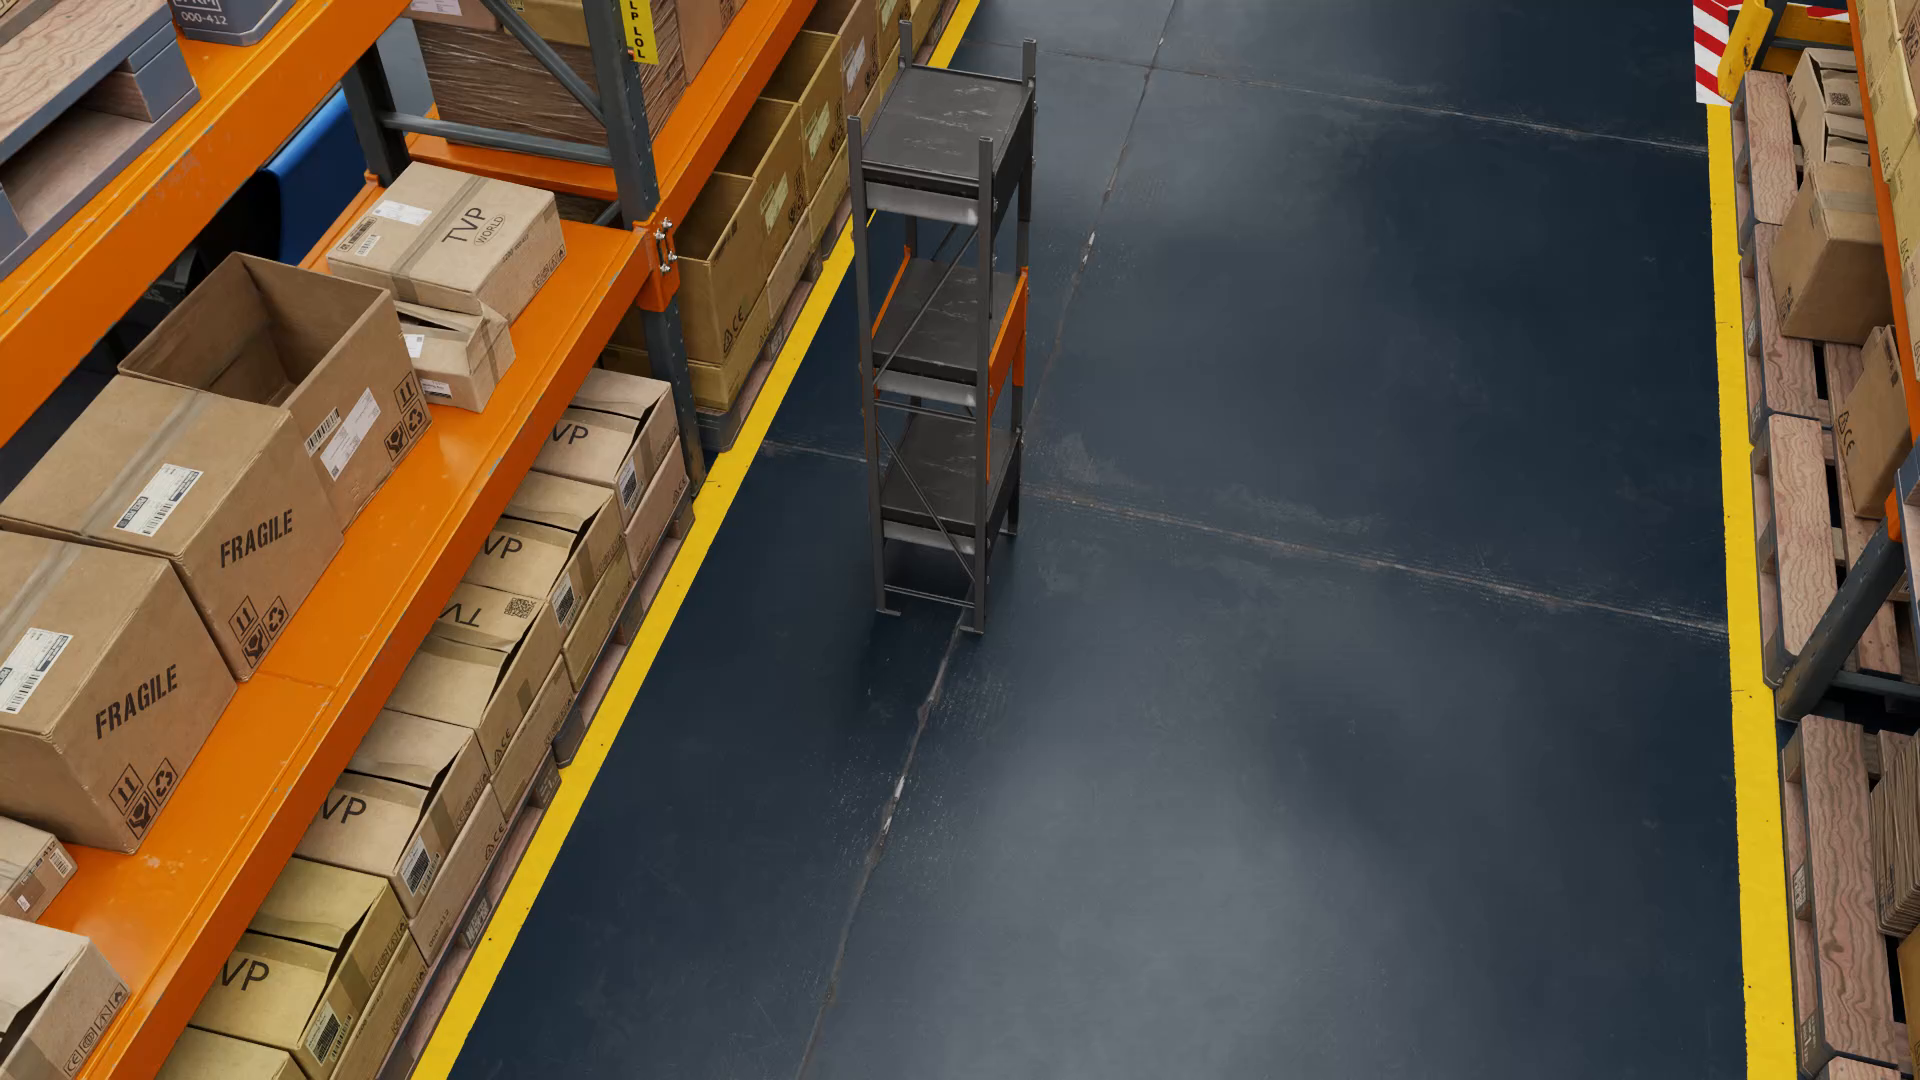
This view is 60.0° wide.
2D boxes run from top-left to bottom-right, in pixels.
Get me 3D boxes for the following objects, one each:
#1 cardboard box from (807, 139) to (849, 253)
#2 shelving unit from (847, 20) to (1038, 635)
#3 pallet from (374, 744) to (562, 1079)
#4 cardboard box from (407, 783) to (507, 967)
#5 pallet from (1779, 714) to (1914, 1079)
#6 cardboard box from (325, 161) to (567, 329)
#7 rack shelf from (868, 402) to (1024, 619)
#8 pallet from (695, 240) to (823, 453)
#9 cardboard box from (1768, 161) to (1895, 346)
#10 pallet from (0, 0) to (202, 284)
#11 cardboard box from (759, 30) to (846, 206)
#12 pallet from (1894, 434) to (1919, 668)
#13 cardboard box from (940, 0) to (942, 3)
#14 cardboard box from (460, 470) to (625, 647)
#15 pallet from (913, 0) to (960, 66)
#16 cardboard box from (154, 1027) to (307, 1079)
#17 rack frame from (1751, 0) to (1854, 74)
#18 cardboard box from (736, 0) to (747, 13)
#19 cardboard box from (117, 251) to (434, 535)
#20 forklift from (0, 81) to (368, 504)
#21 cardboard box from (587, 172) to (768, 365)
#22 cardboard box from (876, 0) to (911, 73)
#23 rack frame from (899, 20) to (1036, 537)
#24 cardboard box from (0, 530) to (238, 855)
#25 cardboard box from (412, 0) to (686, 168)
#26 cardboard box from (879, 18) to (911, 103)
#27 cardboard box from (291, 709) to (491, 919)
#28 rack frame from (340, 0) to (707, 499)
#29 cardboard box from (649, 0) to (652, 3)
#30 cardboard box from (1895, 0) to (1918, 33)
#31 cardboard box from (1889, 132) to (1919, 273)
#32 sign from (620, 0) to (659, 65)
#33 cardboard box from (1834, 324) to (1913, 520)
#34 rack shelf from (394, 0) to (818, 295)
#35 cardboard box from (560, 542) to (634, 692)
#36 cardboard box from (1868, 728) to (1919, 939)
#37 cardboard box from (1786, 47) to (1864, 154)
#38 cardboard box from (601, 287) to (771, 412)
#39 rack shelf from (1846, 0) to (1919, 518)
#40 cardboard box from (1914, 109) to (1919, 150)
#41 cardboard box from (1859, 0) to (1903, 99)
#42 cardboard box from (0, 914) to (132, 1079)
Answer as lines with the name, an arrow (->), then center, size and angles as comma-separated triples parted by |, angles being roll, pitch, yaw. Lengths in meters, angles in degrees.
cardboard box -> -0.795, -1.519, 7.144 | 0.500, 0.250, 0.500 | 12, 50, 10
shelving unit -> -0.044, -0.575, 5.357 | 0.431, 2.100, 0.503 | 12, 50, 10
pallet -> -1.958, 1.055, 5.178 | 1.003, 0.211, 1.213 | 12, 50, 10
cardboard box -> -1.716, 0.938, 4.975 | 0.500, 0.250, 0.500 | 12, 50, 11
pallet -> 3.094, 1.168, 5.079 | 1.003, 0.211, 1.213 | 12, 50, 10
cardboard box -> -1.570, -0.879, 5.125 | 0.500, 0.250, 0.500 | 14, 50, 12
rack shelf -> -0.044, -0.103, 5.892 | 0.431, 0.518, 0.480 | 12, 50, 10
pallet -> -1.233, -0.938, 6.937 | 1.003, 0.211, 1.213 | 12, 50, 10
cardboard box -> 3.690, -1.115, 6.607 | 0.700, 0.500, 0.500 | 9, 49, 8
pallet -> -2.151, -0.648, 2.947 | 1.003, 0.211, 1.213 | 14, 50, 12
cardboard box -> -0.795, -1.768, 6.863 | 0.500, 0.500, 0.500 | 12, 50, 10
pallet -> 2.956, 0.269, 4.140 | 1.003, 0.211, 1.213 | 12, 50, 10
cardboard box -> -0.286, -2.970, 8.424 | 0.500, 0.250, 0.500 | 12, 50, 10
cardboard box -> -1.443, 0.019, 5.412 | 0.500, 0.311, 0.500 | 13, 50, 11
pallet -> -0.590, -2.703, 8.494 | 1.003, 0.211, 1.213 | 12, 50, 10
cardboard box -> -1.984, 1.483, 4.121 | 0.500, 0.311, 0.500 | 10, 49, 9
rack frame -> 4.351, -3.212, 7.084 | 1.000, 3.000, 0.127 | 12, 50, 10
cardboard box -> -1.103, -2.394, 6.295 | 0.700, 0.500, 0.500 | 12, 50, 11
cardboard box -> -1.839, -0.393, 4.530 | 0.500, 0.500, 0.500 | 15, 50, 13
forklift -> -3.140, -1.181, 5.337 | 1.130, 2.935, 3.031 | 12, 50, 11
cardboard box -> -1.058, -1.044, 6.225 | 0.500, 0.500, 0.500 | 12, 50, 10
cardboard box -> -0.533, -2.491, 7.502 | 0.500, 0.500, 0.500 | 12, 50, 10
rack frame -> 0.021, -0.752, 5.513 | 0.400, 2.100, 0.015 | 12, 50, 10
cardboard box -> -2.109, 0.350, 3.874 | 0.500, 0.500, 0.500 | 9, 49, 8
cardboard box -> -1.372, -1.649, 5.638 | 0.700, 0.500, 0.500 | 10, 49, 9
cardboard box -> -0.536, -2.244, 7.783 | 0.500, 0.250, 0.500 | 12, 50, 10
cardboard box -> -1.713, 0.742, 4.774 | 0.500, 0.311, 0.500 | 11, 49, 10
rack frame -> -1.482, -1.293, 5.391 | 1.000, 3.000, 0.127 | 12, 50, 10
cardboard box -> -1.159, -1.879, 5.408 | 0.380, 0.149, 0.250 | 12, 50, 11
cardboard box -> 3.529, -2.027, 5.625 | 0.500, 0.500, 0.500 | 13, 50, 11
cardboard box -> 3.269, -1.037, 5.251 | 0.500, 0.250, 0.500 | 12, 50, 10
sign -> -0.956, -1.550, 4.898 | 0.100, 0.325, 0.005 | 12, 50, 10
cardboard box -> 3.532, -0.396, 5.972 | 0.500, 0.500, 0.500 | 8, 49, 7
rack shelf -> -0.956, -2.502, 6.937 | 1.077, 0.370, 4.000 | 12, 50, 10
cardboard box -> -1.447, 0.200, 5.627 | 0.500, 0.250, 0.500 | 11, 49, 9
cardboard box -> 3.120, 0.899, 4.830 | 0.700, 0.500, 0.500 | 13, 50, 11
cardboard box -> 4.082, -1.985, 7.501 | 0.500, 0.311, 0.500 | 7, 49, 6
cardboard box -> -1.068, -0.798, 6.508 | 0.500, 0.250, 0.500 | 12, 50, 10
rack shelf -> 3.824, -1.527, 6.077 | 1.077, 0.370, 4.000 | 12, 50, 10
cardboard box -> 3.250, -1.289, 4.973 | 0.500, 0.500, 0.500 | 11, 50, 10
cardboard box -> 3.518, -1.768, 5.896 | 0.500, 0.250, 0.500 | 12, 50, 10
cardboard box -> -2.113, 1.021, 3.408 | 0.500, 0.311, 0.500 | 11, 49, 10
